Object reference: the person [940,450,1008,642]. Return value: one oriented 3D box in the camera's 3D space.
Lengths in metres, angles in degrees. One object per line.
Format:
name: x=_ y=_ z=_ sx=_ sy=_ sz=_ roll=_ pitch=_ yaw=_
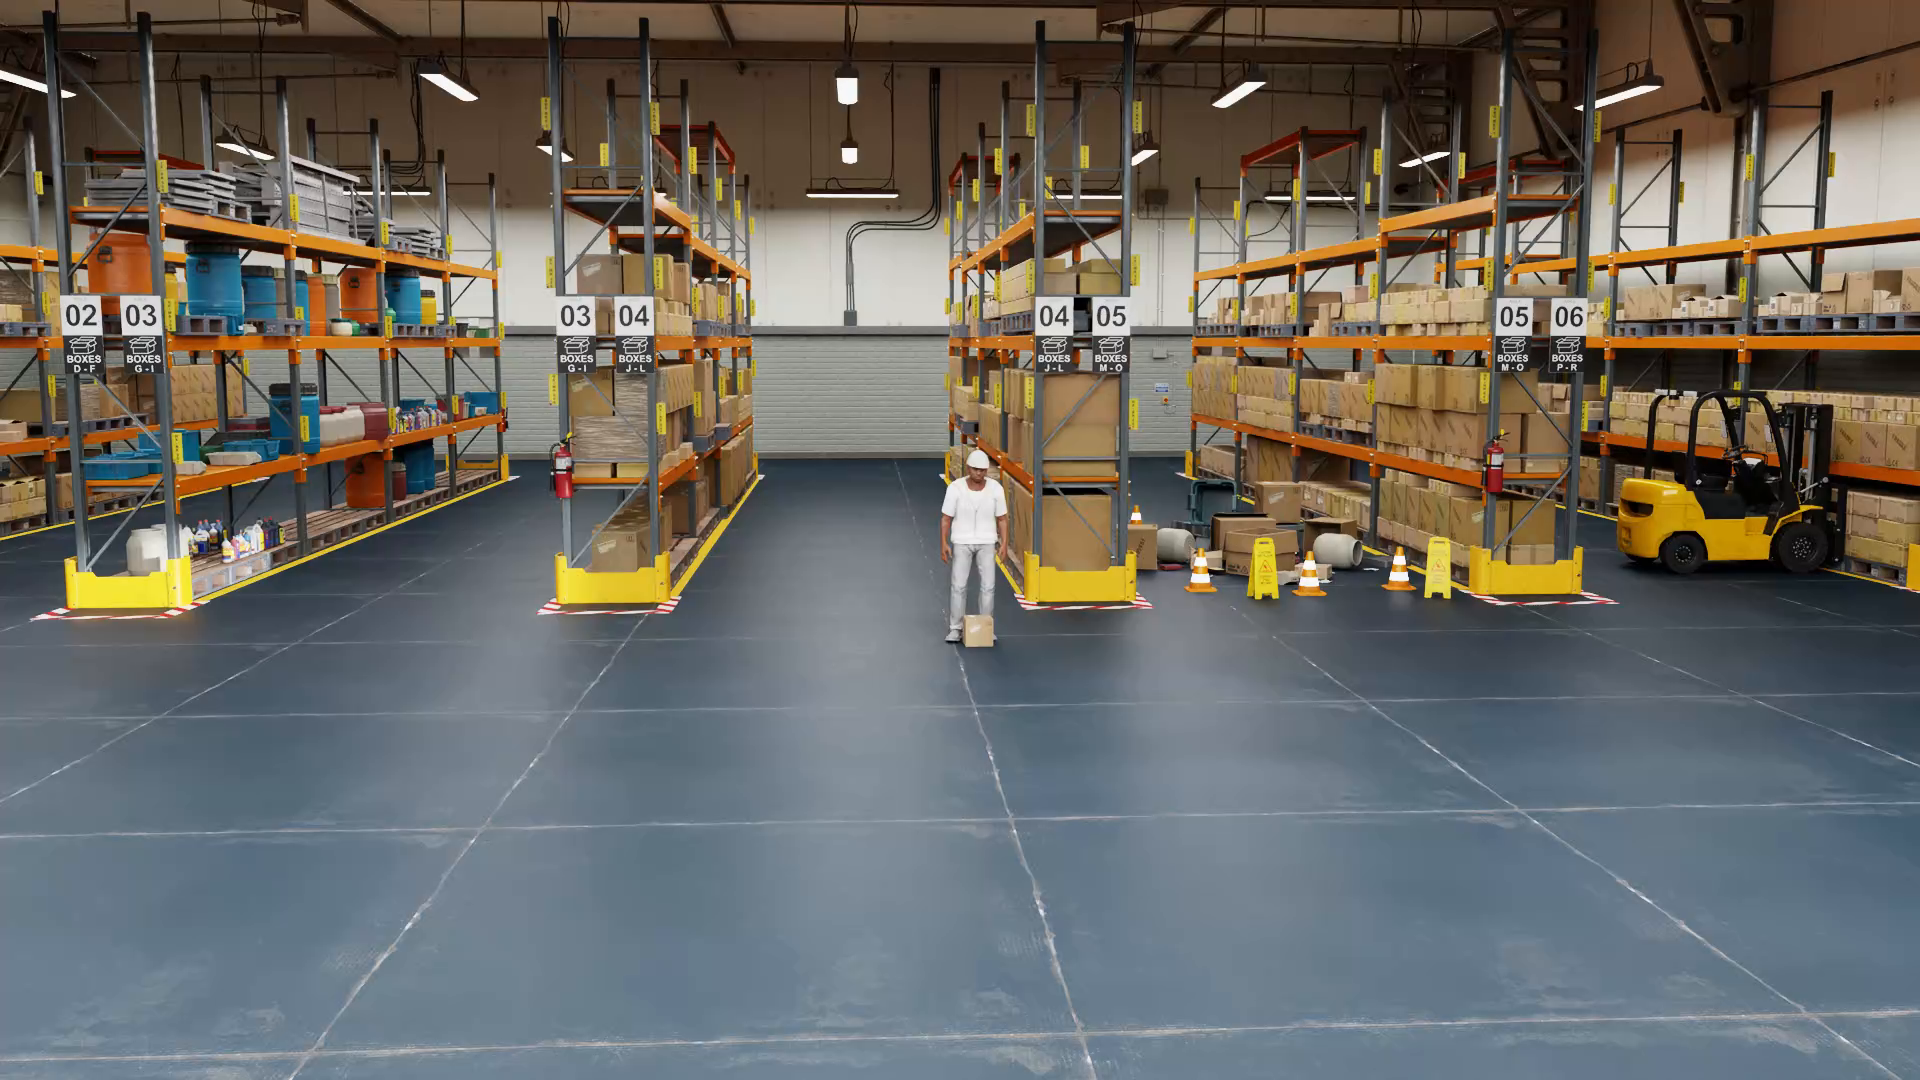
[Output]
person: x=0.131 y=0.049 z=15.255 sx=0.626 sy=1.760 sz=0.458 roll=-1 pitch=7 yaw=-6
